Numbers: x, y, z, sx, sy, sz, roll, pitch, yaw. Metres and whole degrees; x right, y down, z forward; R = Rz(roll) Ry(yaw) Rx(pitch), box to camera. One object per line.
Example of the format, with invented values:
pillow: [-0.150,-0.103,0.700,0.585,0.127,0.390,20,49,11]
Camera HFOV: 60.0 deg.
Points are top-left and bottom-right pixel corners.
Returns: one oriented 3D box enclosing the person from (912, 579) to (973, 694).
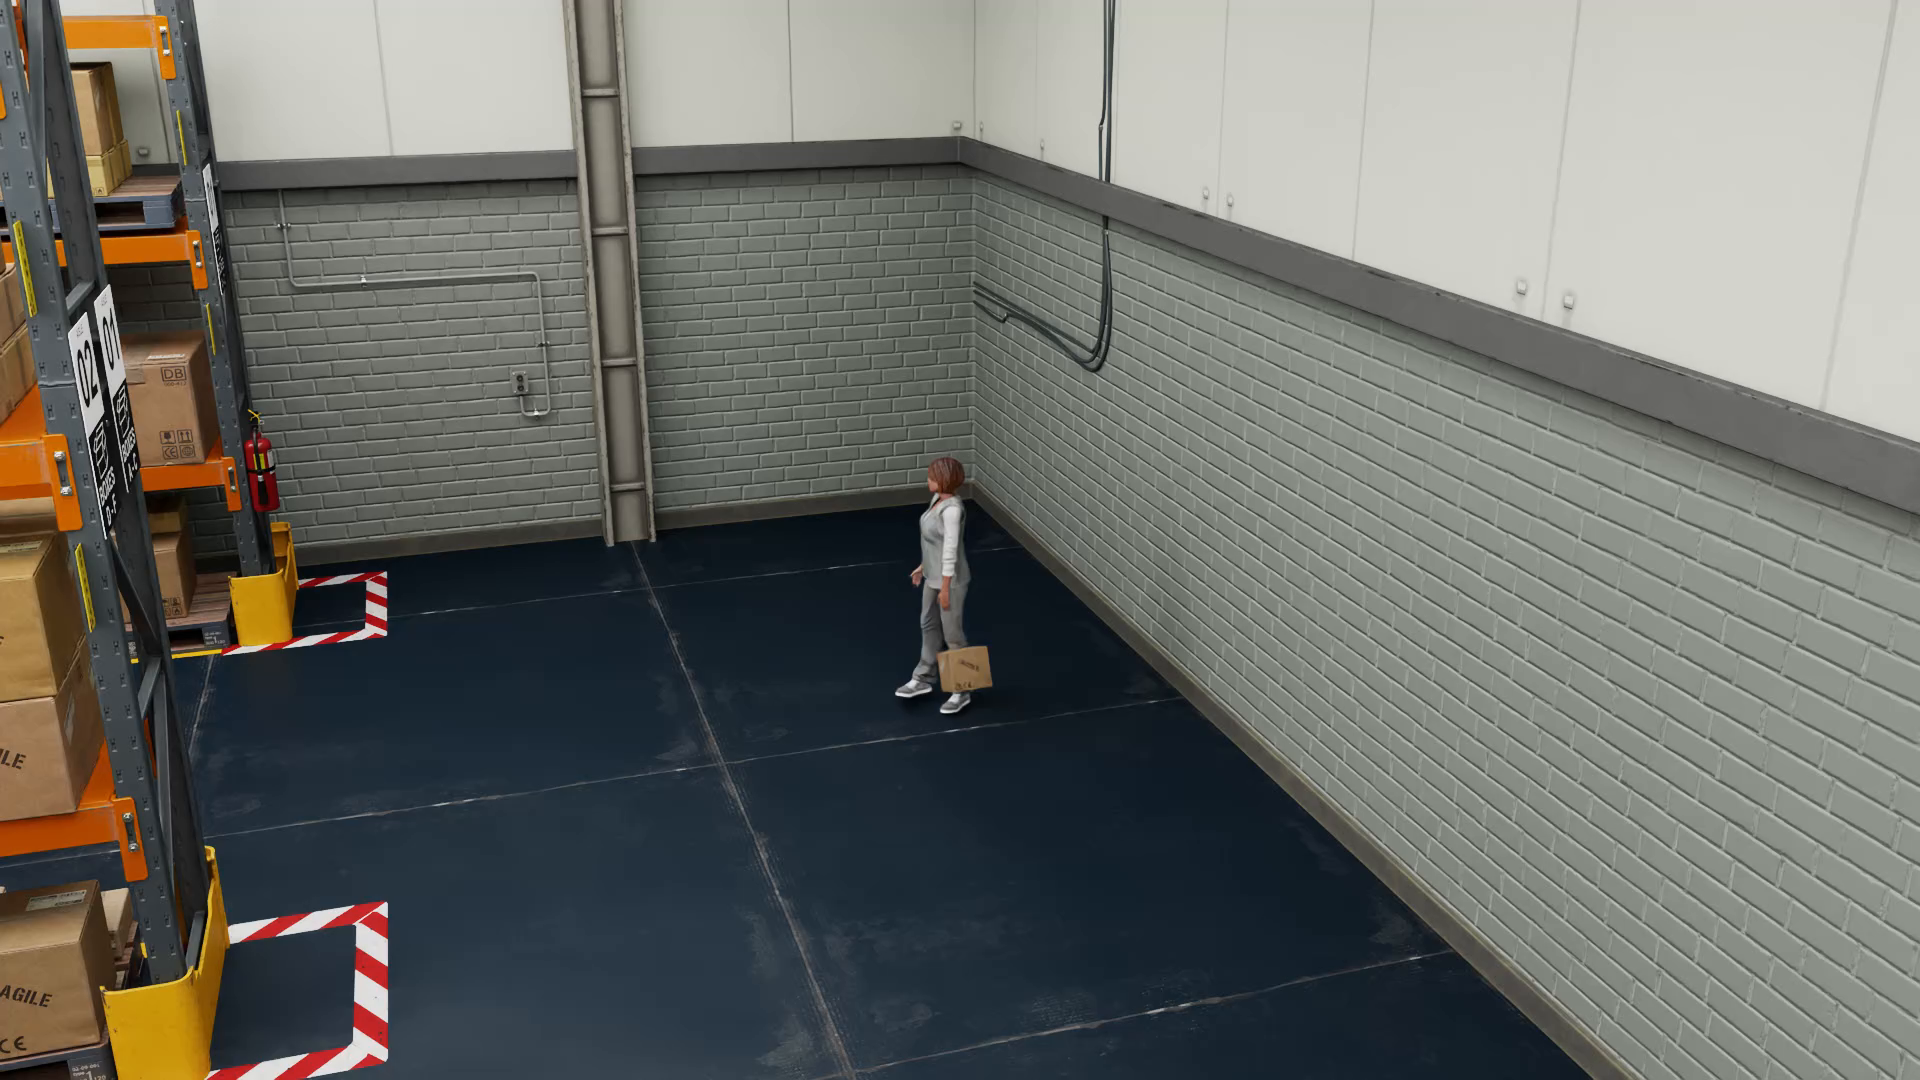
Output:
person: [-0.105,0.528,10.385,0.351,0.890,0.353,-5,20,-14]
